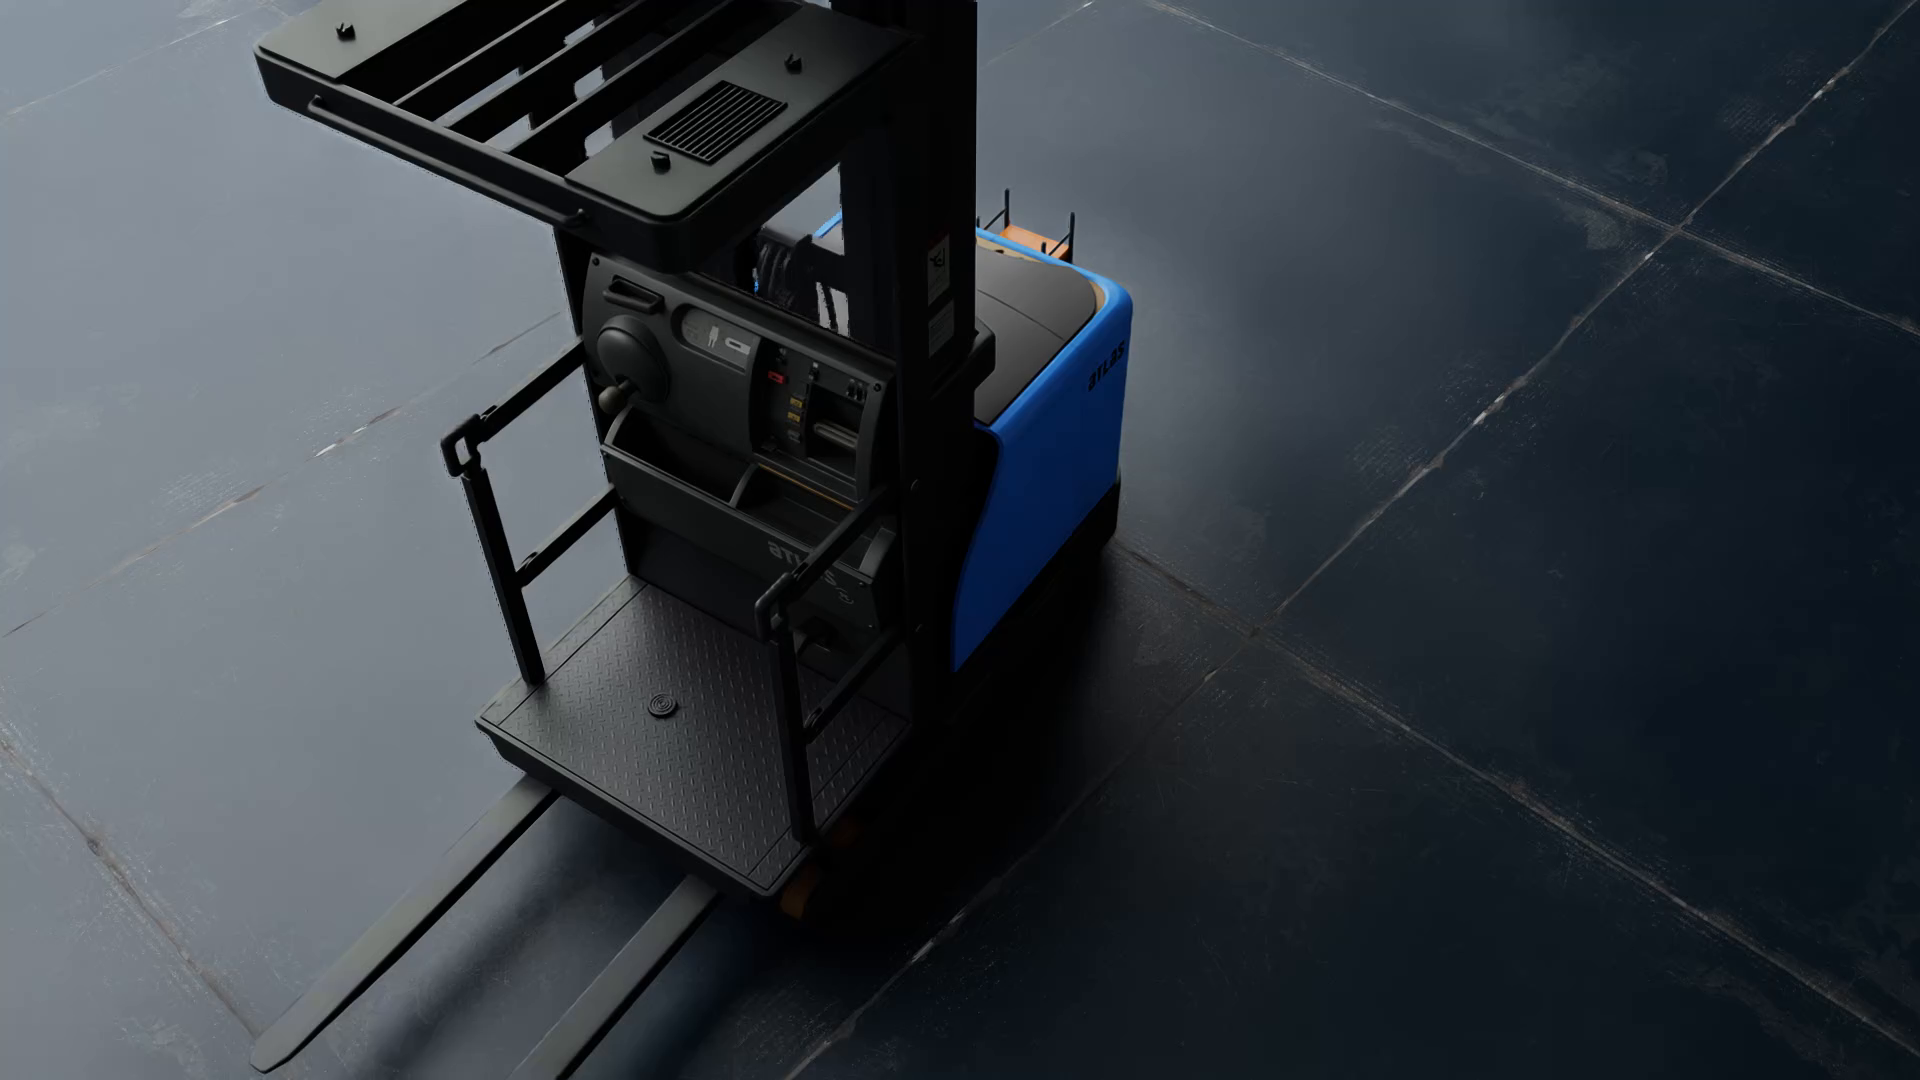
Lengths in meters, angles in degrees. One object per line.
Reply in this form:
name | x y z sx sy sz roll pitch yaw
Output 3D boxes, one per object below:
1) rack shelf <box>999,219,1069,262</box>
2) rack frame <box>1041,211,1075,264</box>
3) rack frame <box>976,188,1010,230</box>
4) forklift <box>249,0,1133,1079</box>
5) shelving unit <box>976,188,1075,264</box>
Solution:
rack shelf | 0.207 -0.859 5.461 0.240 0.259 0.215 25 52 22
rack frame | 0.310 -0.624 5.616 0.008 1.050 0.200 25 52 22
rack frame | 0.104 -0.719 5.705 0.008 1.050 0.200 25 52 22
forklift | -0.692 -0.320 4.040 1.130 2.935 3.031 26 52 22
shelving unit | 0.207 -0.672 5.660 0.252 1.050 0.215 25 52 22
